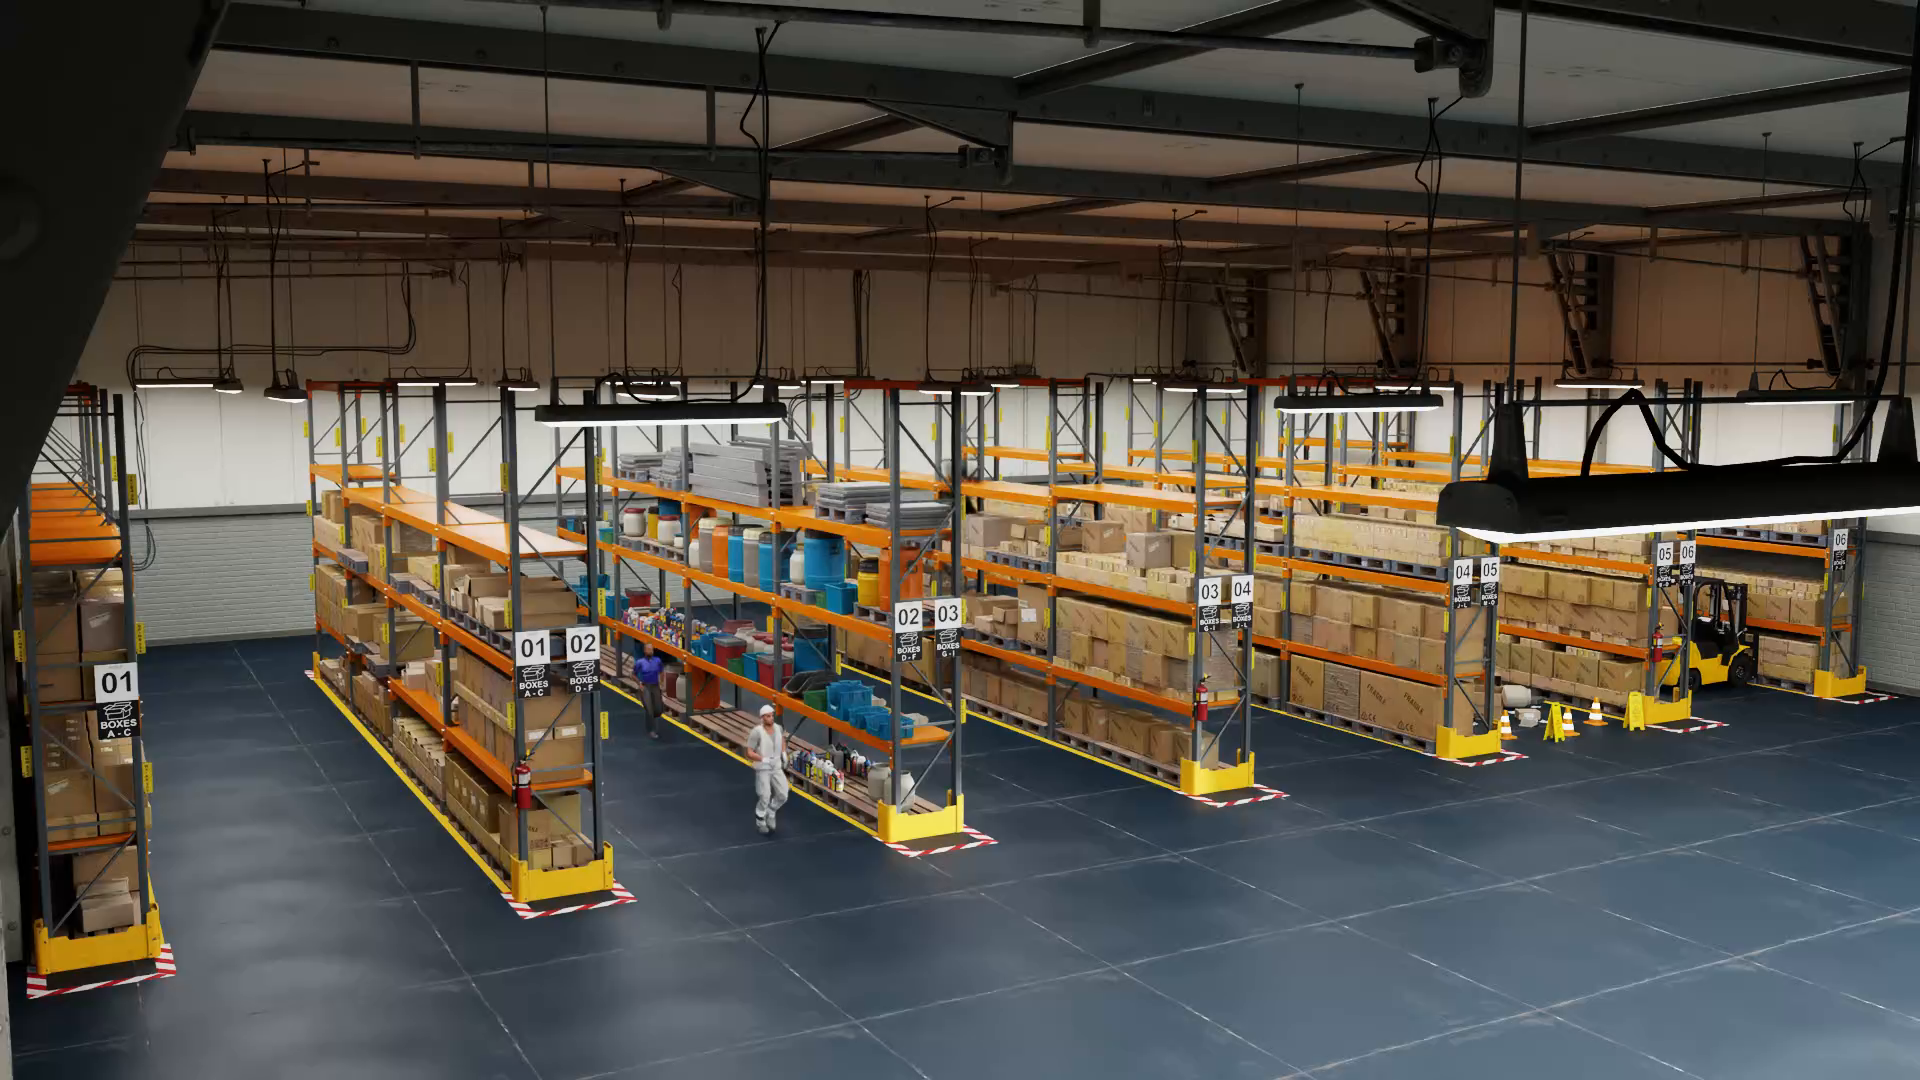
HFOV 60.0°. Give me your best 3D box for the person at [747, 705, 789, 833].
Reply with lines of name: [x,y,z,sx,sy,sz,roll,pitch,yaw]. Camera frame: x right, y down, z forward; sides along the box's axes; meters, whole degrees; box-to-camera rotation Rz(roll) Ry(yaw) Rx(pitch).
person: [-2.526,3.079,22.306,0.687,1.747,0.614,-5,8,-38]

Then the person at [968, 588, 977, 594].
person: [0.239,1.759,35.047,0.534,1.528,0.893,-4,7,-31]

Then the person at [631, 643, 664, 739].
person: [-5.271,2.538,28.168,0.562,1.609,0.581,-3,7,-27]

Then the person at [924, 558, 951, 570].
person: [-0.648,1.081,41.440,0.687,1.783,0.787,6,8,43]
